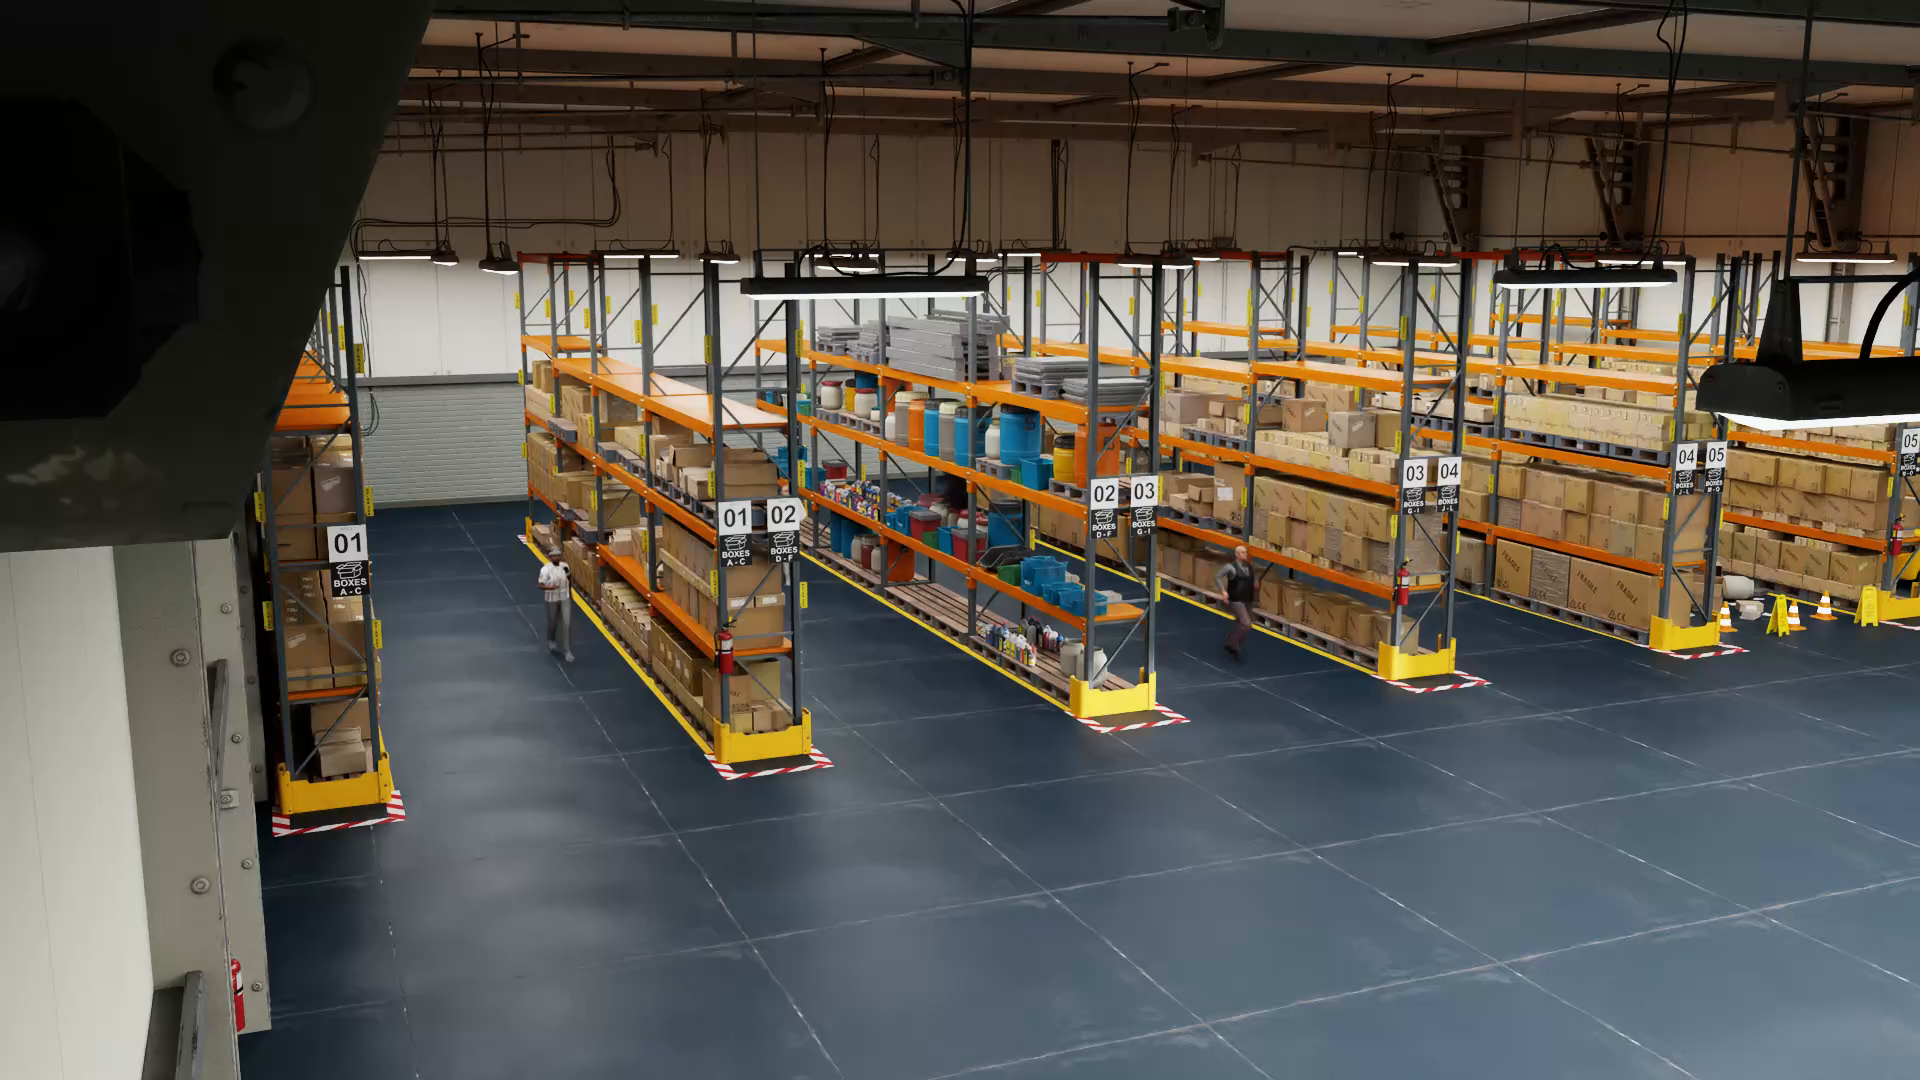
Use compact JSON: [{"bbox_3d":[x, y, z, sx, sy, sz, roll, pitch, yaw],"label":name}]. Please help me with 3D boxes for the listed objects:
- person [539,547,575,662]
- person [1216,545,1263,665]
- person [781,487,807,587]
[{"bbox_3d":[-6.077,0.934,25.153,0.581,1.701,0.924,-5,12,-27],"label":"person"},{"bbox_3d":[4.244,0.965,25.020,0.627,1.784,0.756,-8,13,-38],"label":"person"},{"bbox_3d":[-3.180,-0.112,30.820,0.673,1.786,1.217,-4,11,-19],"label":"person"}]
